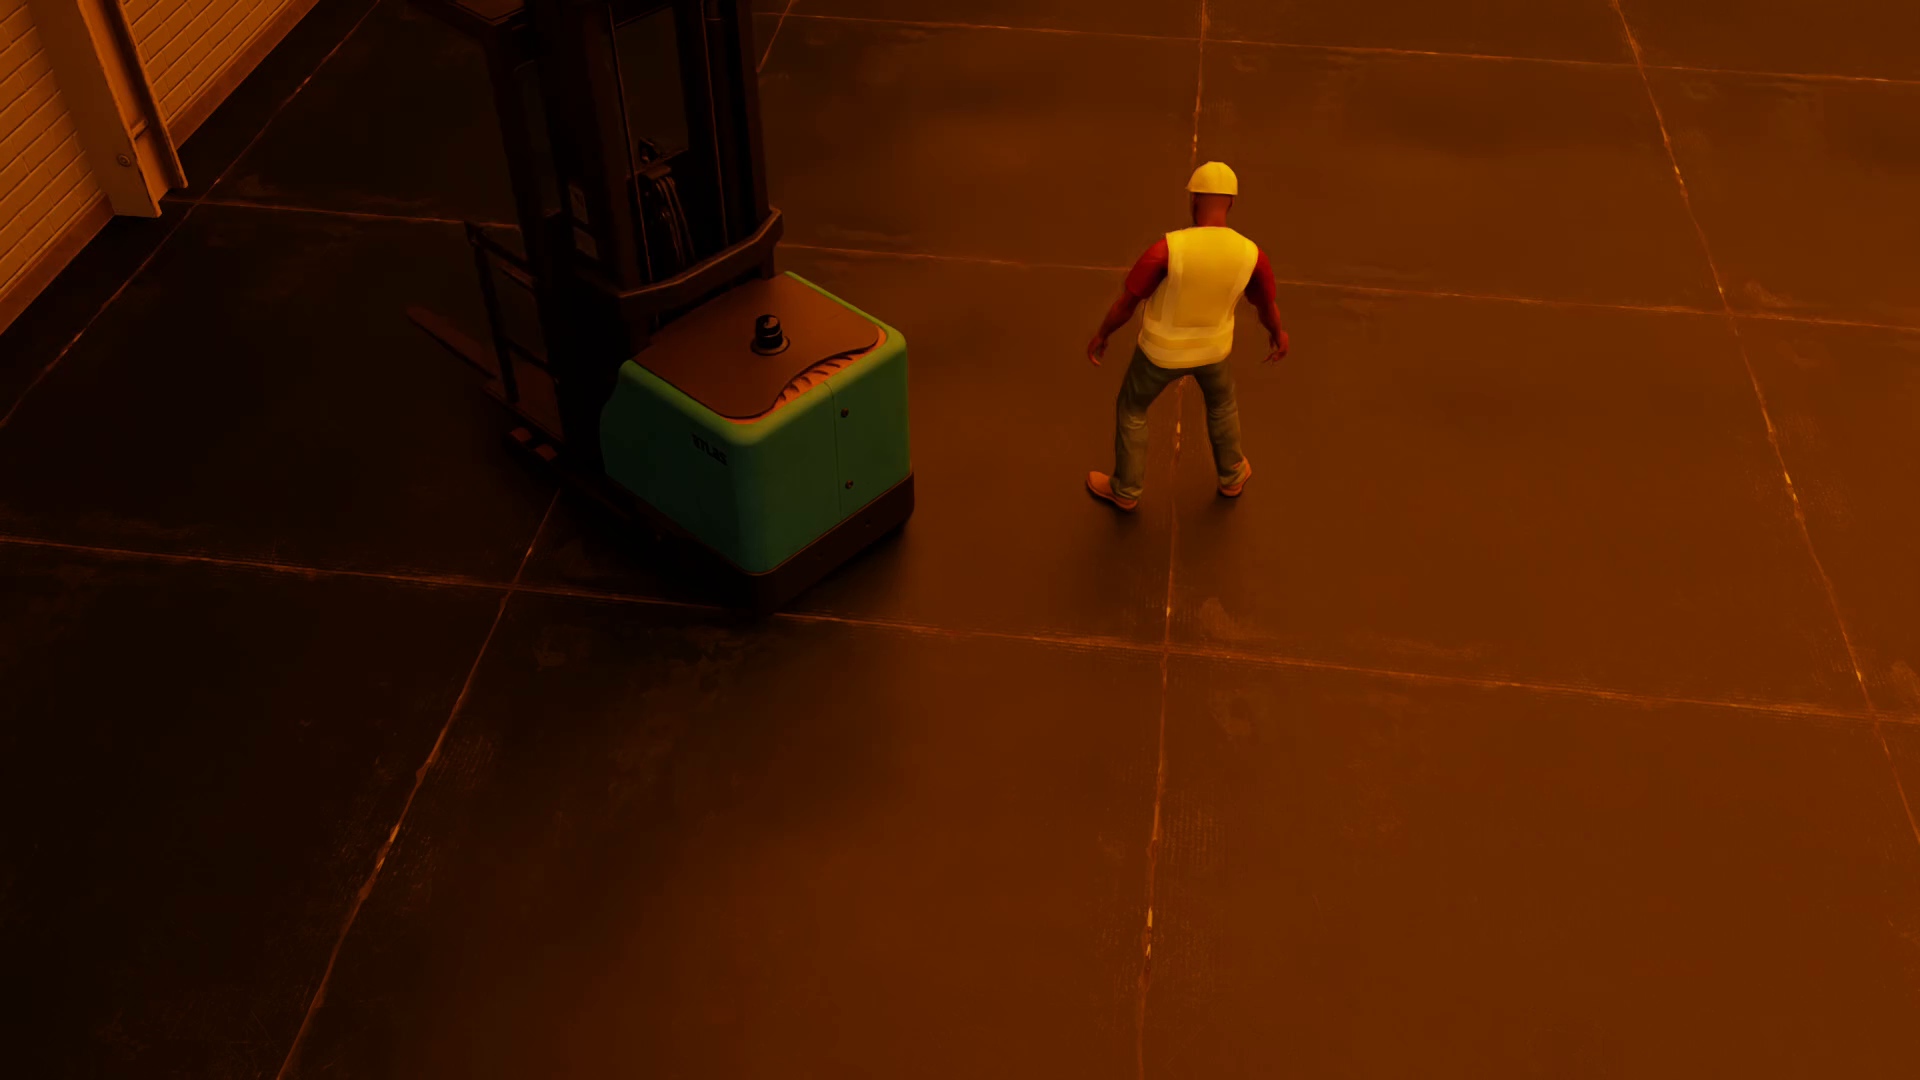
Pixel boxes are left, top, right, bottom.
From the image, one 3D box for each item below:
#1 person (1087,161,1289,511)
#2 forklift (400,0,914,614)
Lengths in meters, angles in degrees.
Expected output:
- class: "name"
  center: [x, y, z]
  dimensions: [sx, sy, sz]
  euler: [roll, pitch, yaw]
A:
- class: "person"
  center: [1.049, -0.927, 7.647]
  dimensions: [0.970, 1.716, 0.435]
  euler: [-6, 43, -7]
- class: "forklift"
  center: [-1.644, -1.621, 7.489]
  dimensions: [3.031, 2.935, 1.130]
  euler: [32, 51, 30]
